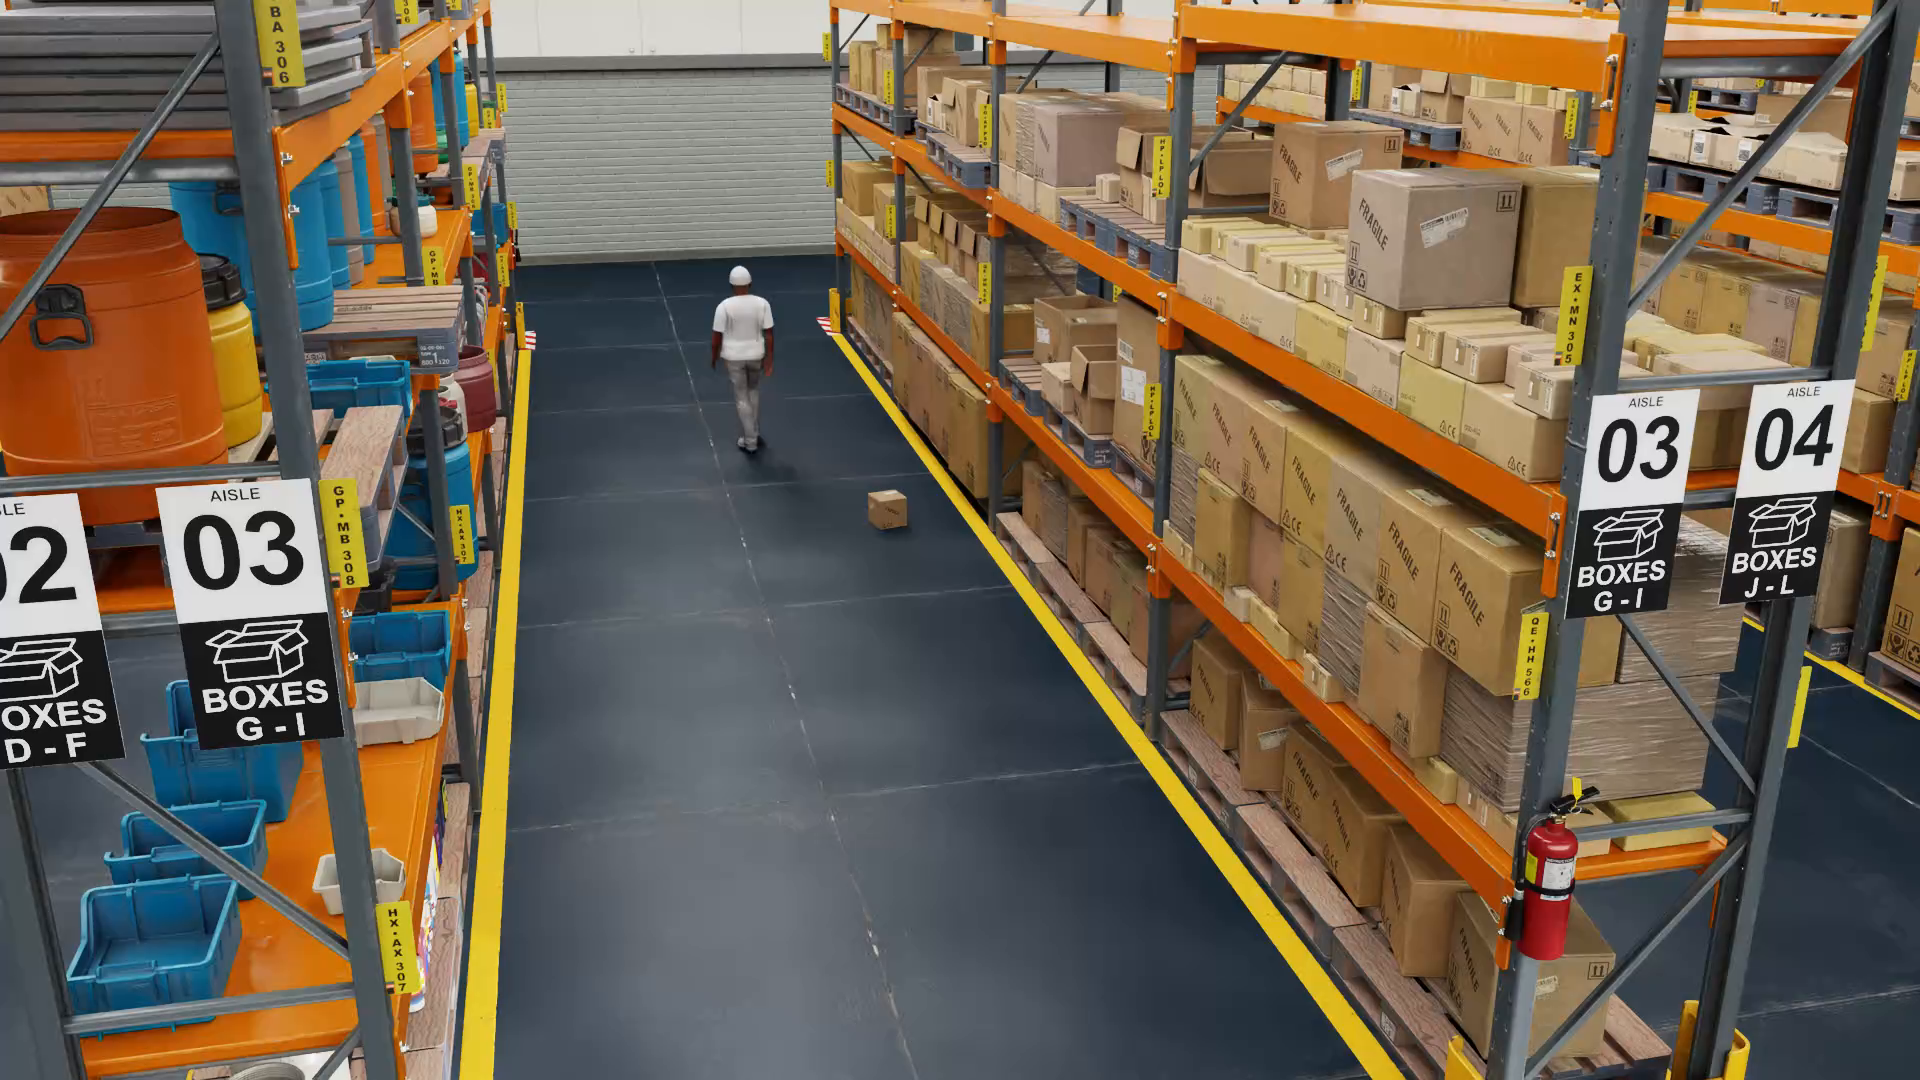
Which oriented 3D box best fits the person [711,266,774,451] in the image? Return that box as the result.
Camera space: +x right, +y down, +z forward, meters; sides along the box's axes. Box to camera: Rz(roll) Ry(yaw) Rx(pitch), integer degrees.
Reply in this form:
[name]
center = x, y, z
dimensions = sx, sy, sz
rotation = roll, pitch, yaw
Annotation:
[person]
center = -2.102, -1.729, 15.961
dimensions = 0.567, 1.829, 0.617
rotation = -10, 22, -26
